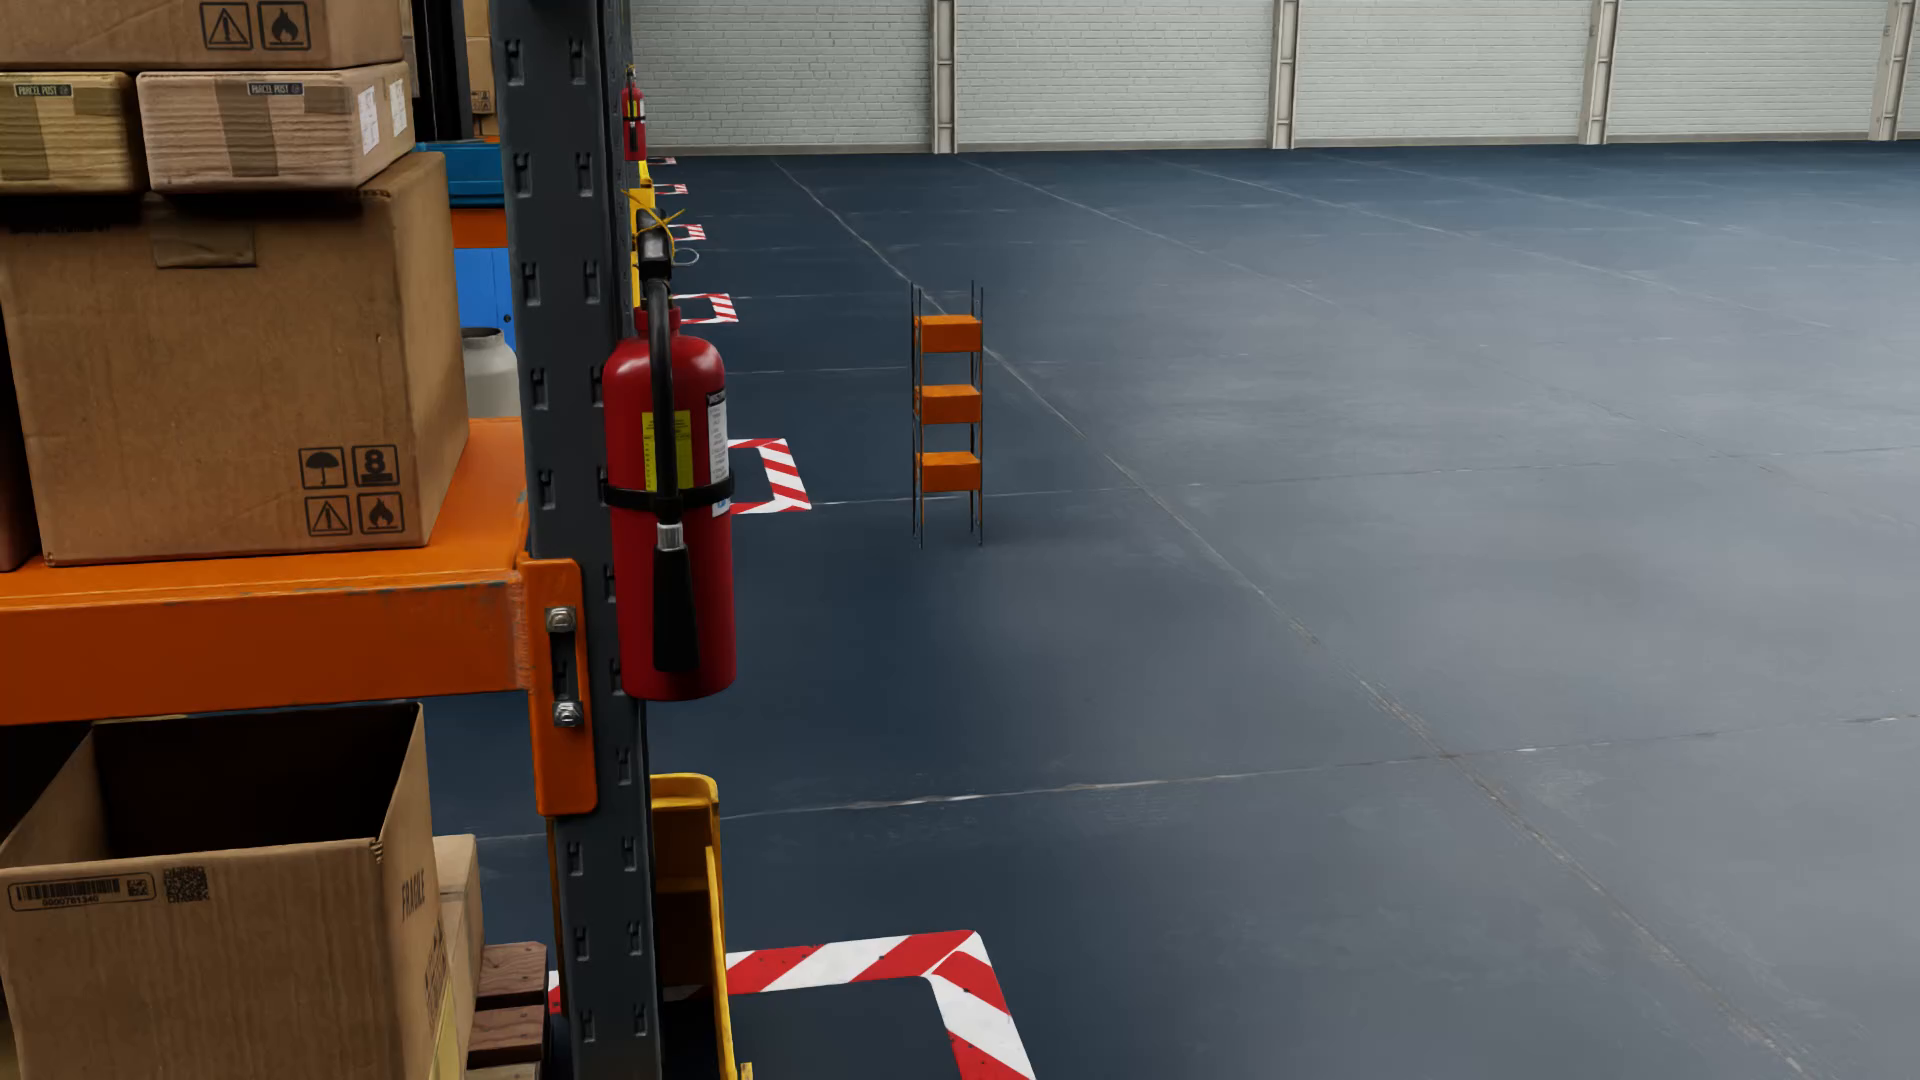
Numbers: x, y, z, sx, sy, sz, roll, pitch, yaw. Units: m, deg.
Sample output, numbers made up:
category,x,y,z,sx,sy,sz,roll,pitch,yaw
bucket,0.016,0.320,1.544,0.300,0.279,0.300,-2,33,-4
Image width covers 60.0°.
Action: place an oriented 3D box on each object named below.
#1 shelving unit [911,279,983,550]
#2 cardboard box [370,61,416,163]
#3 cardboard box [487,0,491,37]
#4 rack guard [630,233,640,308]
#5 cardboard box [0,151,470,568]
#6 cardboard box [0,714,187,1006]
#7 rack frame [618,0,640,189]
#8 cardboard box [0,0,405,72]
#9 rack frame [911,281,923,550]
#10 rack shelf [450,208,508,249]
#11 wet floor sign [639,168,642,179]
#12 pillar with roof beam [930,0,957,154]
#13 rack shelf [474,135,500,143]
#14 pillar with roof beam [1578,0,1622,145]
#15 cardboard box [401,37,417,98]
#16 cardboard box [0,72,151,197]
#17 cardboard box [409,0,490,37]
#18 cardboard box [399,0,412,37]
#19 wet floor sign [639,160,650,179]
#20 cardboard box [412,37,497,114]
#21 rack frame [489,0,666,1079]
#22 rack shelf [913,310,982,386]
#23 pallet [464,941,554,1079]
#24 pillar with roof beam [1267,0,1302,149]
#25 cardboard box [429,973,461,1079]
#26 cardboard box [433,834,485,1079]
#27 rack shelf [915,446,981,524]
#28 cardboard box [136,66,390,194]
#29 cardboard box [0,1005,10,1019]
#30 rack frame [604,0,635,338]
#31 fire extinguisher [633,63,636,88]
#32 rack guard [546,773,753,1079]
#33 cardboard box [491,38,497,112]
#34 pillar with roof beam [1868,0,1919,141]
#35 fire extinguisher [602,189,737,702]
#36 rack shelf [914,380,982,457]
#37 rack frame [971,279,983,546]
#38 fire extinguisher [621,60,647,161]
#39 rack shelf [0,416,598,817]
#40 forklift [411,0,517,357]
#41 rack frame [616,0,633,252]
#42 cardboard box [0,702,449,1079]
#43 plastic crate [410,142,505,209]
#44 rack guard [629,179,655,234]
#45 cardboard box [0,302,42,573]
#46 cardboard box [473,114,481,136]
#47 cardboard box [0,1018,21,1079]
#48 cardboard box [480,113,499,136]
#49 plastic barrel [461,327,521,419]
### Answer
category,x,y,z,sx,sy,sz,roll,pitch,yaw
shelving unit,-0.053,-0.499,6.648,0.252,1.050,0.215,-3,17,-10
cardboard box,-1.028,-0.686,2.663,0.250,0.149,0.380,-3,17,-11
cardboard box,-2.971,-3.710,11.403,0.500,0.500,0.500,-3,17,-10
rack guard,-2.552,-1.945,12.293,0.348,0.500,1.175,-3,17,-10
cardboard box,-1.063,-0.314,2.554,0.500,0.500,0.700,-3,17,-10
cardboard box,-1.661,0.461,2.893,0.500,0.500,0.500,-3,17,-10
rack frame,-3.319,-4.580,16.614,0.127,3.000,1.000,-3,17,-10
cardboard box,-1.115,-0.931,2.354,0.500,0.500,0.700,-3,17,-10
rack frame,-0.172,-0.492,6.626,0.008,1.050,0.200,-3,17,-10
rack shelf,-3.502,-1.261,7.034,4.000,0.370,1.077,-3,17,-10
wet floor sign,-3.666,-4.027,18.823,0.232,0.644,0.267,-6,18,-20
pillar with roof beam,0.550,-9.614,22.786,0.400,9.000,9.100,-3,17,-10
rack shelf,-4.441,-2.689,11.683,4.000,0.370,1.077,-3,17,-10
pillar with roof beam,12.332,-10.282,24.962,0.400,9.000,9.100,-3,17,-10
cardboard box,-3.990,-3.234,11.554,0.500,0.500,0.875,-3,17,-10
cardboard box,-1.198,-0.555,2.235,0.250,0.149,0.380,-3,17,-9
cardboard box,-3.460,-3.681,11.307,0.500,0.500,0.500,-3,17,-10
cardboard box,-3.952,-3.654,11.219,0.500,0.500,0.500,-3,17,-10
wet floor sign,-3.968,-4.578,20.617,0.232,0.644,0.267,3,17,9
cardboard box,-3.491,-3.249,11.605,0.500,0.500,0.875,-3,17,-10
rack frame,-0.602,-0.288,2.642,0.127,3.000,1.000,-3,17,-10
rack shelf,-0.053,-0.760,6.568,0.240,0.259,0.215,-3,17,-10
pallet,-1.345,1.099,2.873,1.213,0.211,1.003,-3,17,-10
pillar with roof beam,6.441,-9.948,23.874,0.400,9.000,9.100,-3,17,-10
cardboard box,-1.072,0.940,2.609,0.500,0.250,0.500,-3,17,-10
cardboard box,-1.171,0.791,3.095,0.500,0.250,0.500,-3,17,-10
rack shelf,-0.053,-0.223,6.733,0.240,0.259,0.215,-3,17,-10
cardboard box,-0.941,-0.570,2.284,0.250,0.149,0.380,-4,17,-11
cardboard box,-1.661,0.820,3.001,0.500,0.250,0.500,-3,17,-10
rack frame,-1.538,-1.716,7.291,0.127,3.000,1.000,-3,17,-10
fire extinguisher,-4.158,-5.838,20.841,0.183,0.674,0.296,-3,17,-10
rack guard,-0.578,0.905,3.013,0.348,0.500,1.175,-3,17,-10
cardboard box,-3.023,-3.312,11.808,0.500,0.500,0.875,-3,17,-10
pillar with roof beam,18.224,-10.616,26.050,0.400,9.000,9.100,-3,17,-10
fire extinguisher,-0.398,-0.124,2.239,0.183,0.674,0.296,-3,17,-10
rack shelf,-0.053,-0.489,6.651,0.240,0.259,0.215,-3,17,-10
rack frame,0.067,-0.506,6.670,0.008,1.050,0.200,-3,17,-10
fire extinguisher,-2.278,-2.981,11.540,0.183,0.674,0.296,-3,17,-10
rack shelf,-2.566,0.167,2.385,4.000,0.370,1.077,-3,17,-10
forklift,-3.577,-2.423,9.708,3.031,2.935,1.130,16,23,42
rack frame,-2.477,-3.144,11.940,0.127,3.000,1.000,-3,17,-10
cardboard box,-1.072,0.582,2.497,0.500,0.500,0.500,-3,17,-10
plastic crate,-1.973,-1.531,6.942,0.616,0.251,0.499,-3,17,-10
rack guard,-3.296,-3.386,16.985,0.348,0.500,1.175,-3,17,-10
cardboard box,-1.577,-0.283,2.455,0.500,0.500,0.700,-3,17,-9
cardboard box,-3.448,-2.897,11.562,0.250,0.149,0.380,-3,17,-10
cardboard box,-1.561,0.972,2.507,0.500,0.250,0.500,-3,17,-10
cardboard box,-3.199,-2.906,11.593,0.250,0.149,0.380,-3,17,-10
plastic barrel,-2.170,-0.669,7.404,0.421,0.512,0.421,0,17,0
